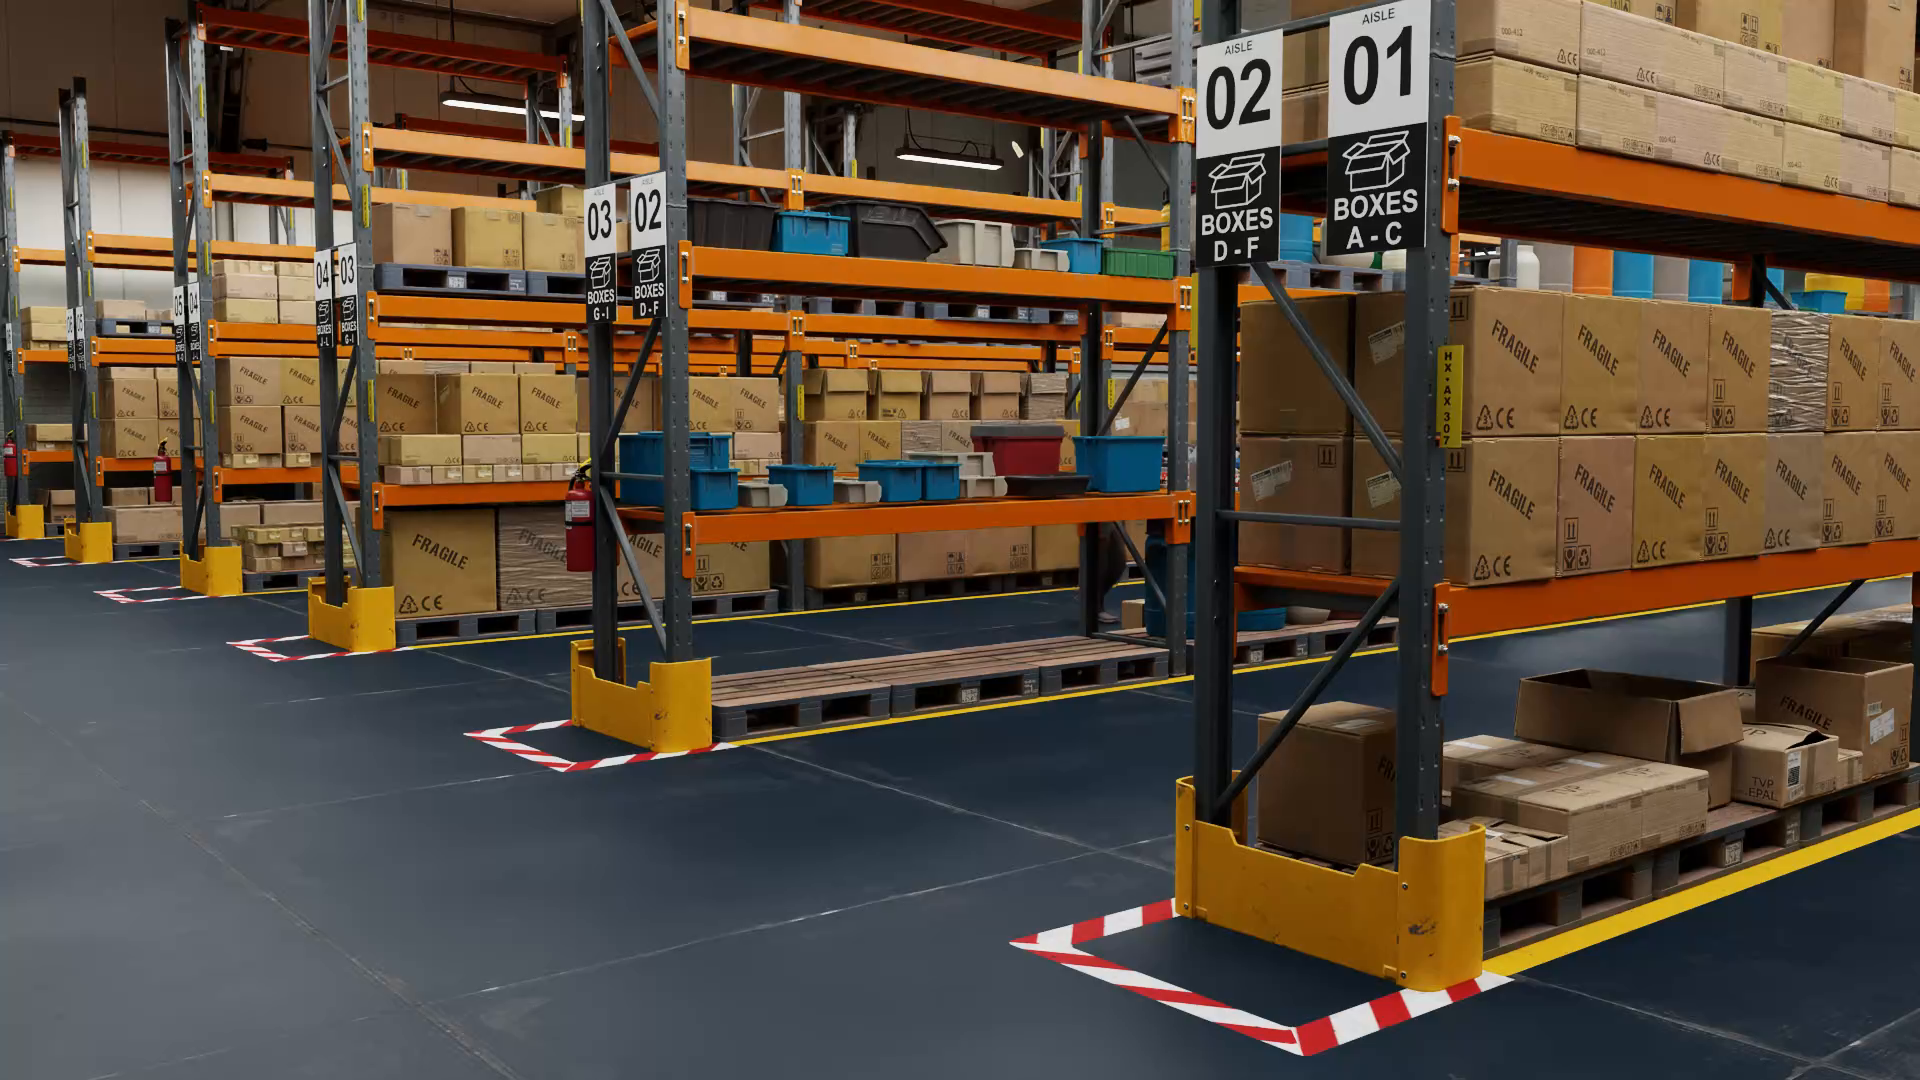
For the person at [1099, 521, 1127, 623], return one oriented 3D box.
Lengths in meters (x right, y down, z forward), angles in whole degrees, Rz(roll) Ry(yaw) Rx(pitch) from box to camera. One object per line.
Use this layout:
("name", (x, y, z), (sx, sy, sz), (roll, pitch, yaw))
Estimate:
("person", (1.237, -0.093, 14.817), (0.409, 1.660, 0.482), (2, 5, 29))
